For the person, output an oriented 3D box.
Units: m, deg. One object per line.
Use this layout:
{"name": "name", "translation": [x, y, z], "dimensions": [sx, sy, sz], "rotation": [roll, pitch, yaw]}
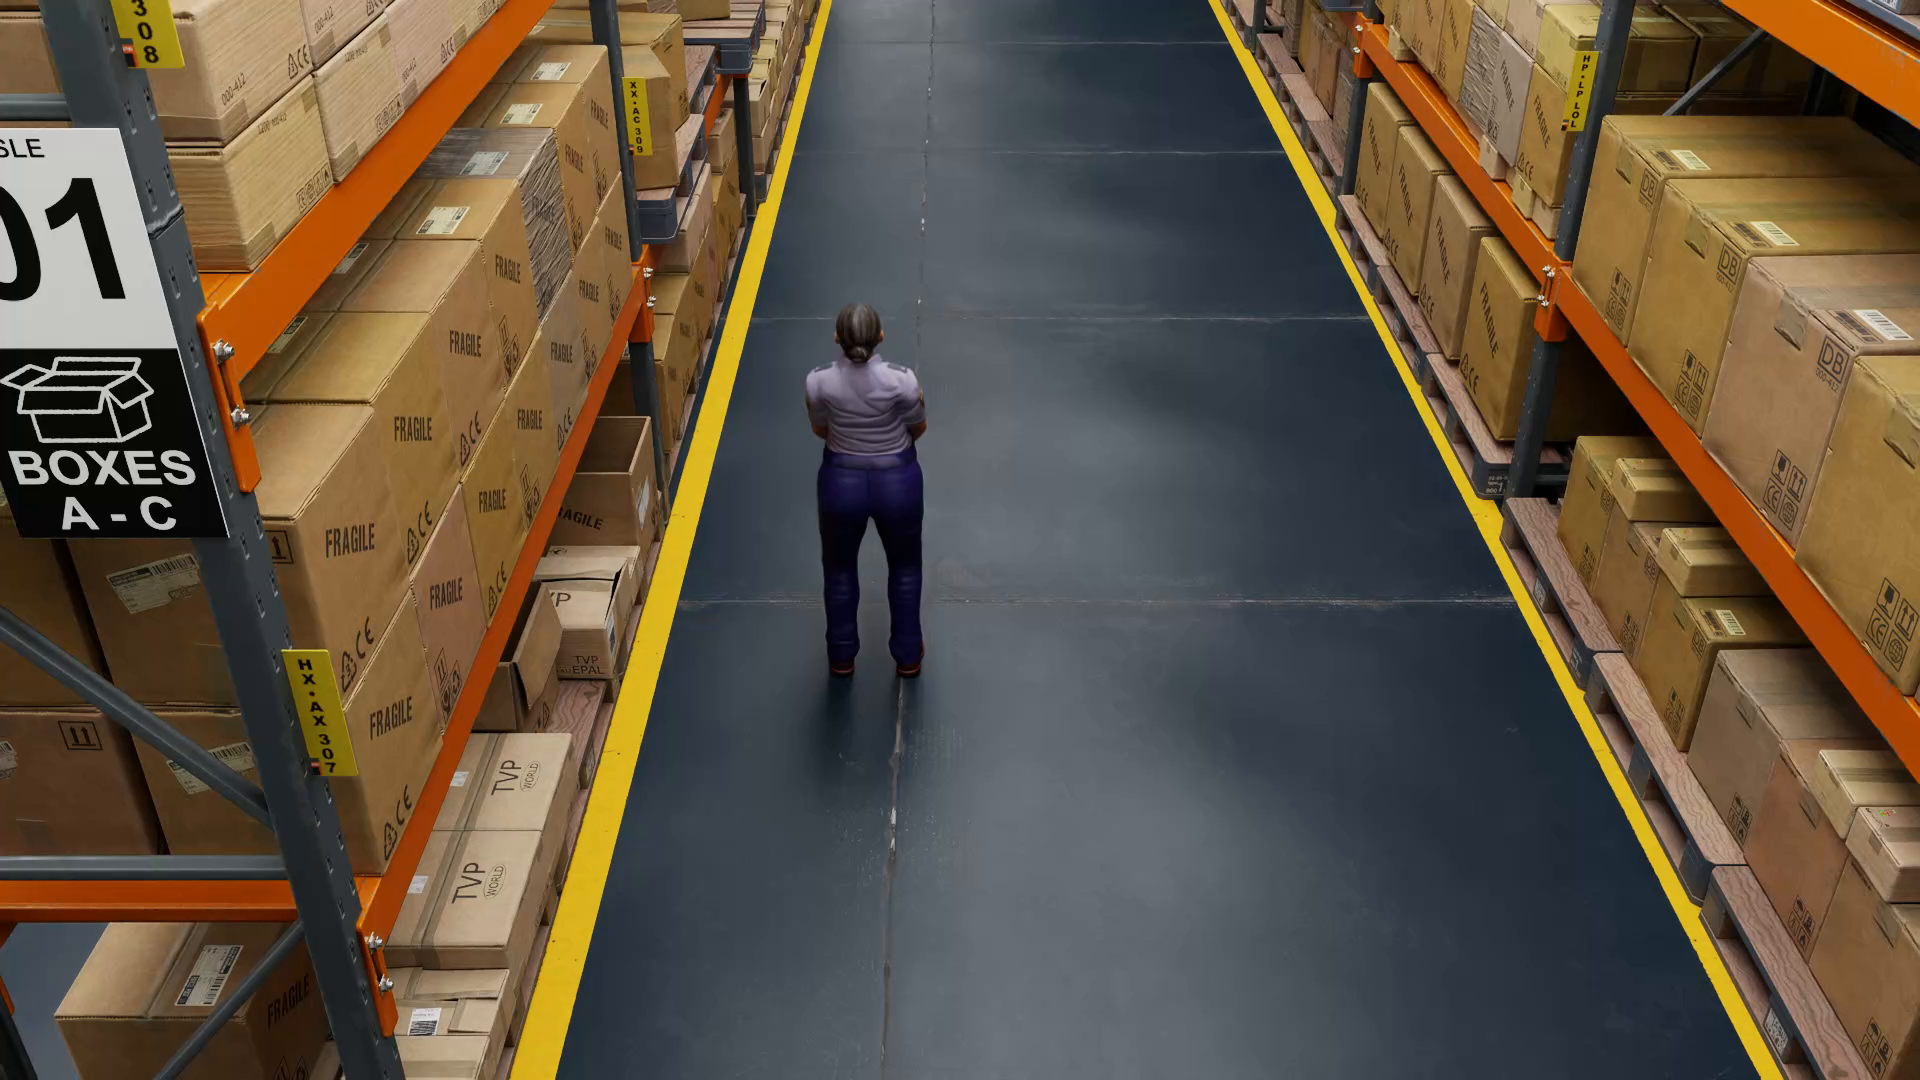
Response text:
{"name": "person", "translation": [-0.353, -0.229, 6.543], "dimensions": [0.453, 1.624, 0.520], "rotation": [0, 32, 1]}
